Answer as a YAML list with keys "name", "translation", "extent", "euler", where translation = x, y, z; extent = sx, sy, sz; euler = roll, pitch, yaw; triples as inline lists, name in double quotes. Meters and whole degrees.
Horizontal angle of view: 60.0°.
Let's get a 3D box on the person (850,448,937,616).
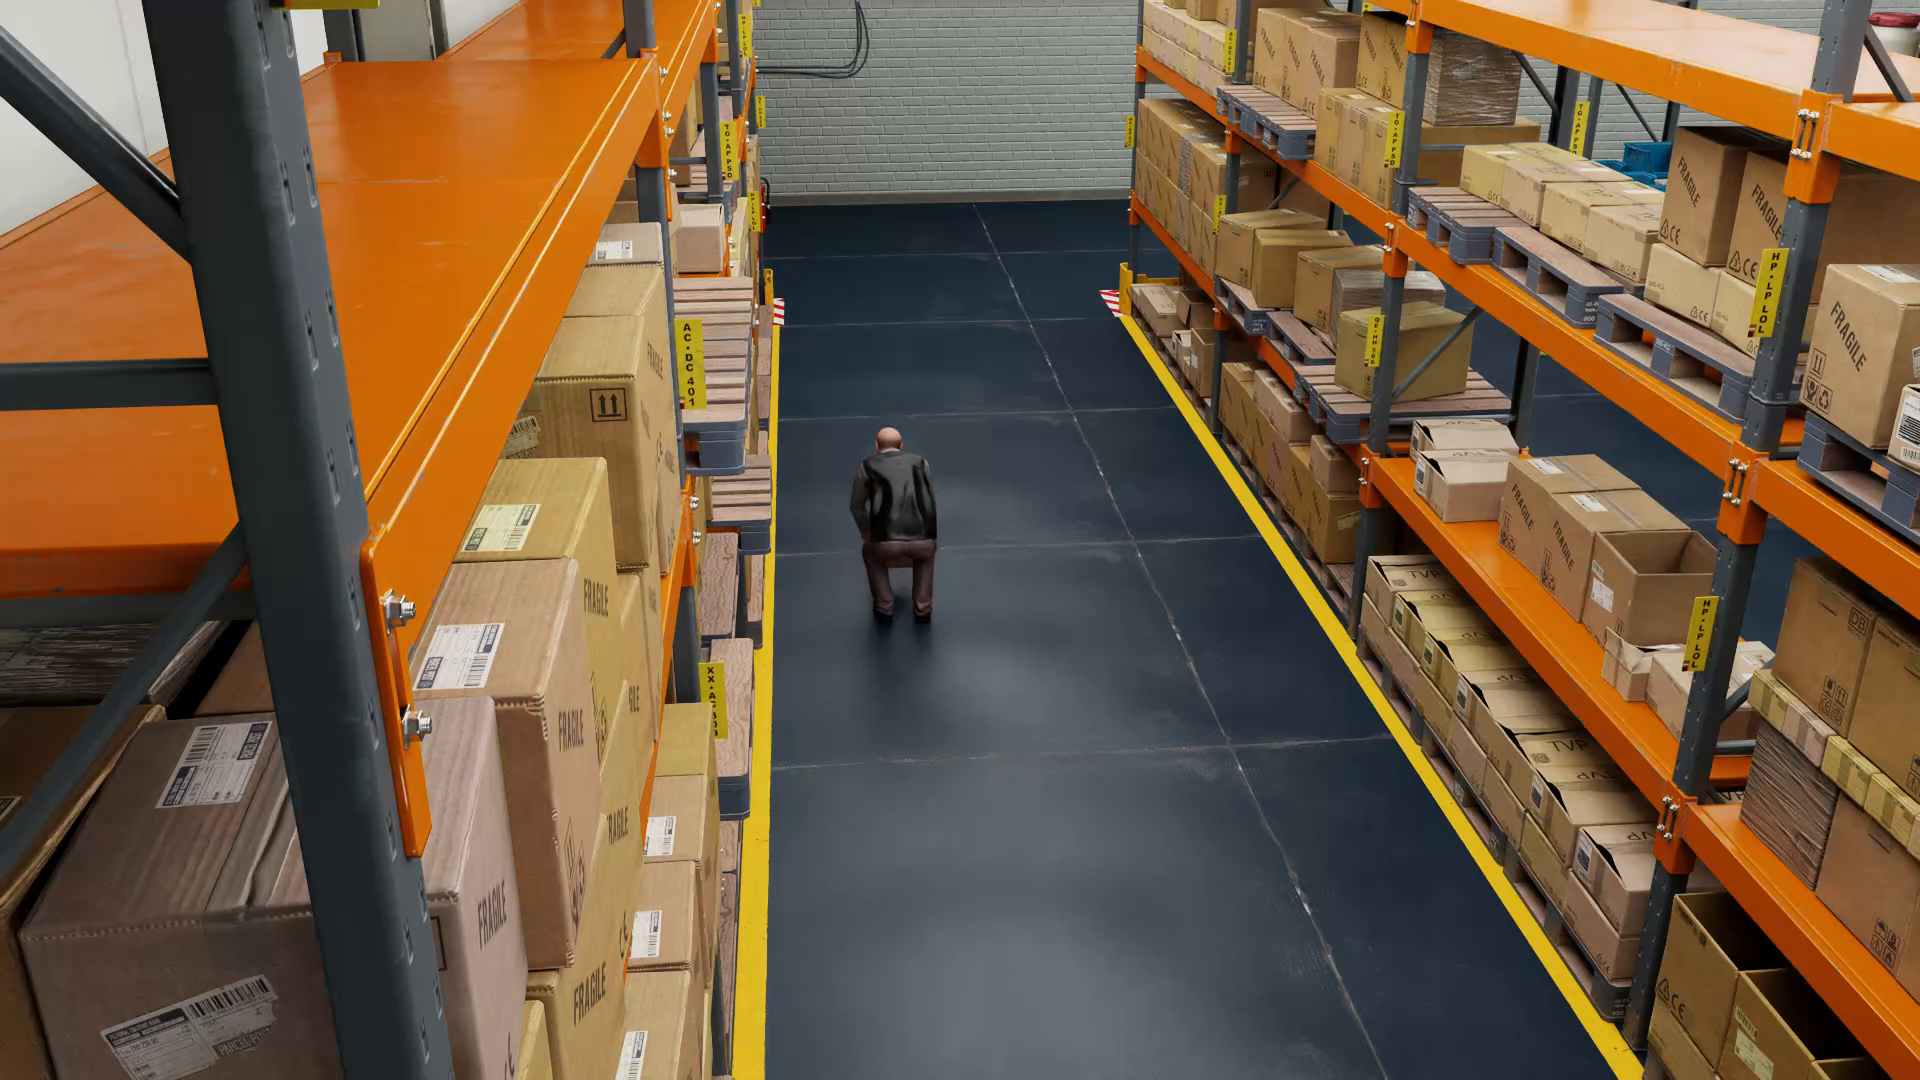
- name: "person"
  translation: [-0.430, -0.025, 11.085]
  extent: [0.583, 1.073, 0.664]
  euler: [-3, 24, -6]
